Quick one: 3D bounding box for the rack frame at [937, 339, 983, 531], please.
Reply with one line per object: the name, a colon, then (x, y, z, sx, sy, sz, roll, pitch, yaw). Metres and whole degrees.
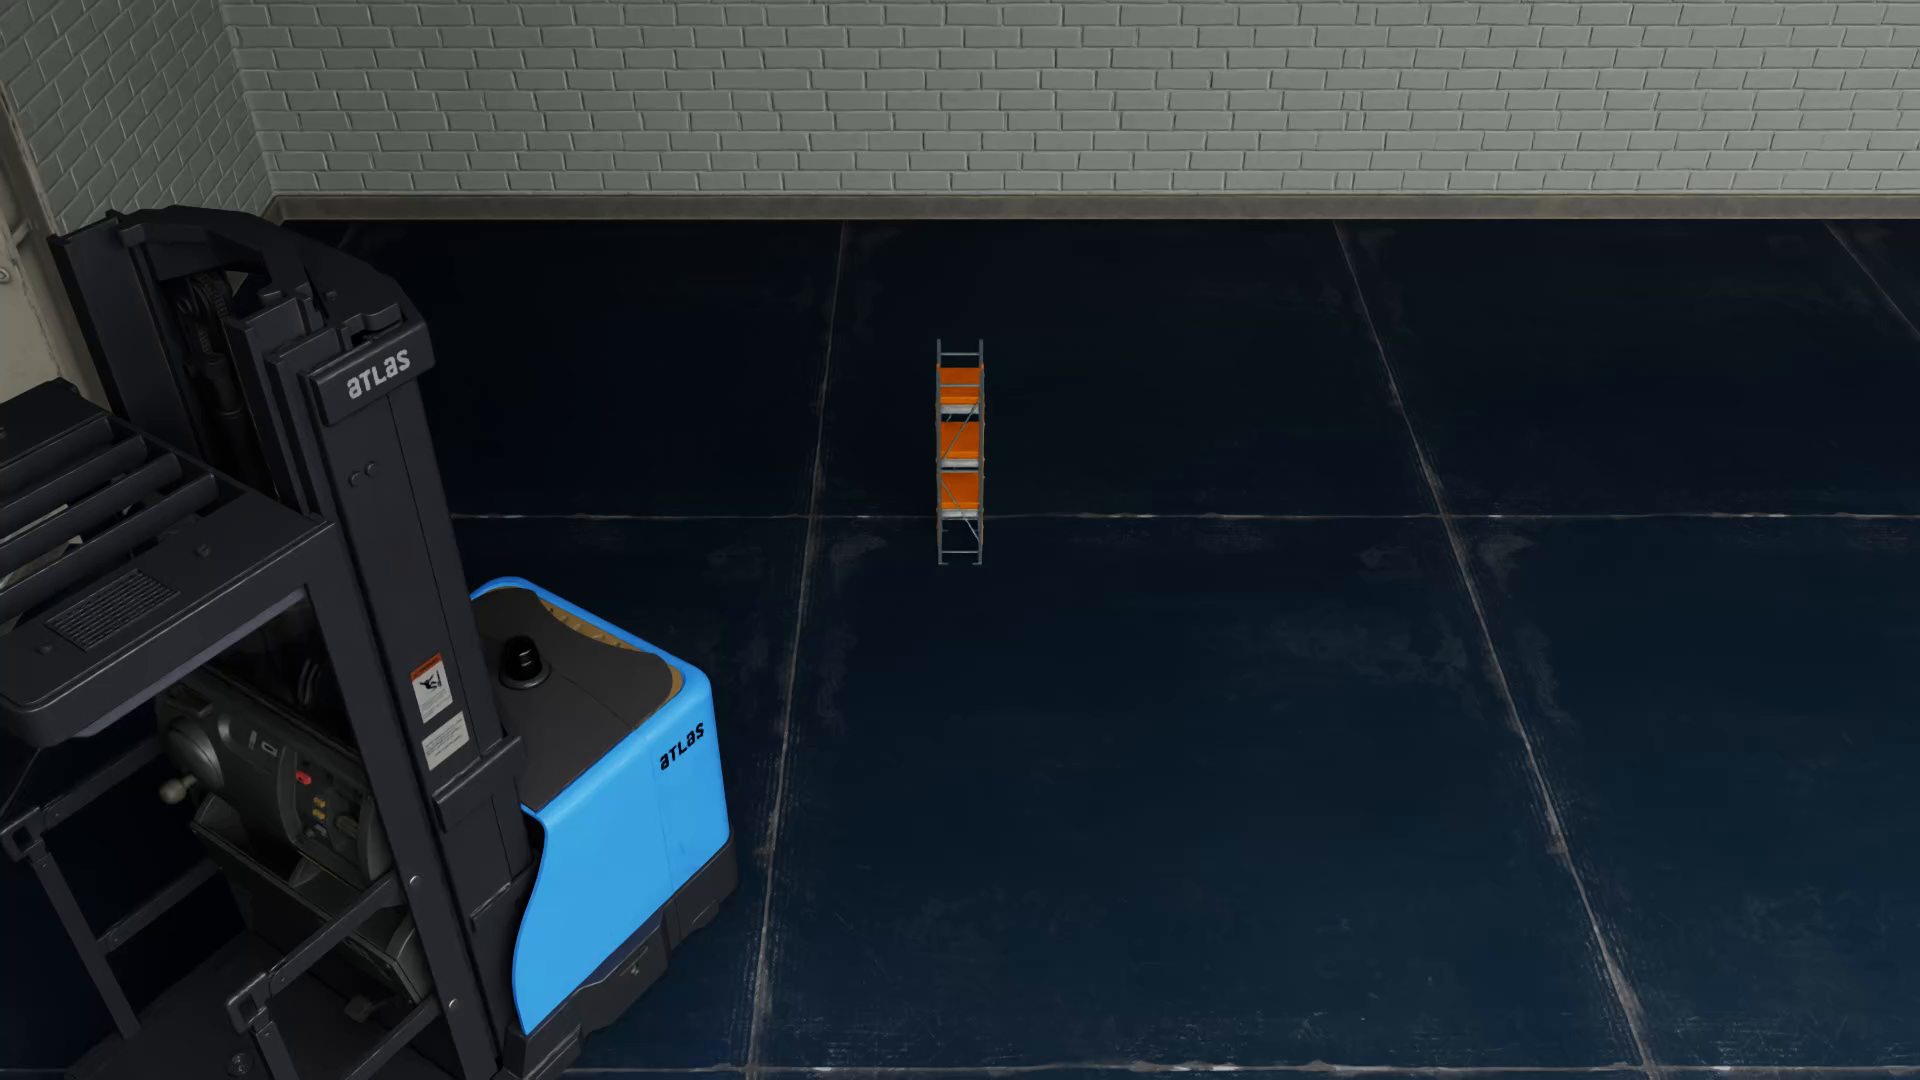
rack frame: (0.000, -0.453, 7.475, 0.200, 1.050, 0.008, 0, 39, 0)

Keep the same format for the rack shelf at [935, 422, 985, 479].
rack shelf: (0.000, -0.368, 7.387, 0.215, 0.259, 0.240, 0, 39, 0)

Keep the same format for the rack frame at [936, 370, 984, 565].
rack frame: (0.000, -0.300, 7.285, 0.200, 1.050, 0.008, 0, 39, 0)

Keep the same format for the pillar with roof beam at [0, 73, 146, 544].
pillar with roof beam: (0.281, -3.622, 5.074, 9.100, 9.000, 0.400, 0, 39, 0)

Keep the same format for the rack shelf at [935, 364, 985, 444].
rack shelf: (0.000, -0.589, 7.209, 0.215, 0.259, 0.240, 0, 39, 0)

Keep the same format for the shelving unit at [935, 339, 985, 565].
shelving unit: (0.000, -0.376, 7.380, 0.215, 1.050, 0.252, 0, 39, 0)

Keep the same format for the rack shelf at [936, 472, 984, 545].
rack shelf: (0.000, -0.151, 7.560, 0.215, 0.259, 0.240, 0, 39, 0)

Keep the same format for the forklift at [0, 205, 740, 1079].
forklift: (-2.057, 0.727, 4.499, 1.130, 2.935, 3.031, 23, 44, 26)
